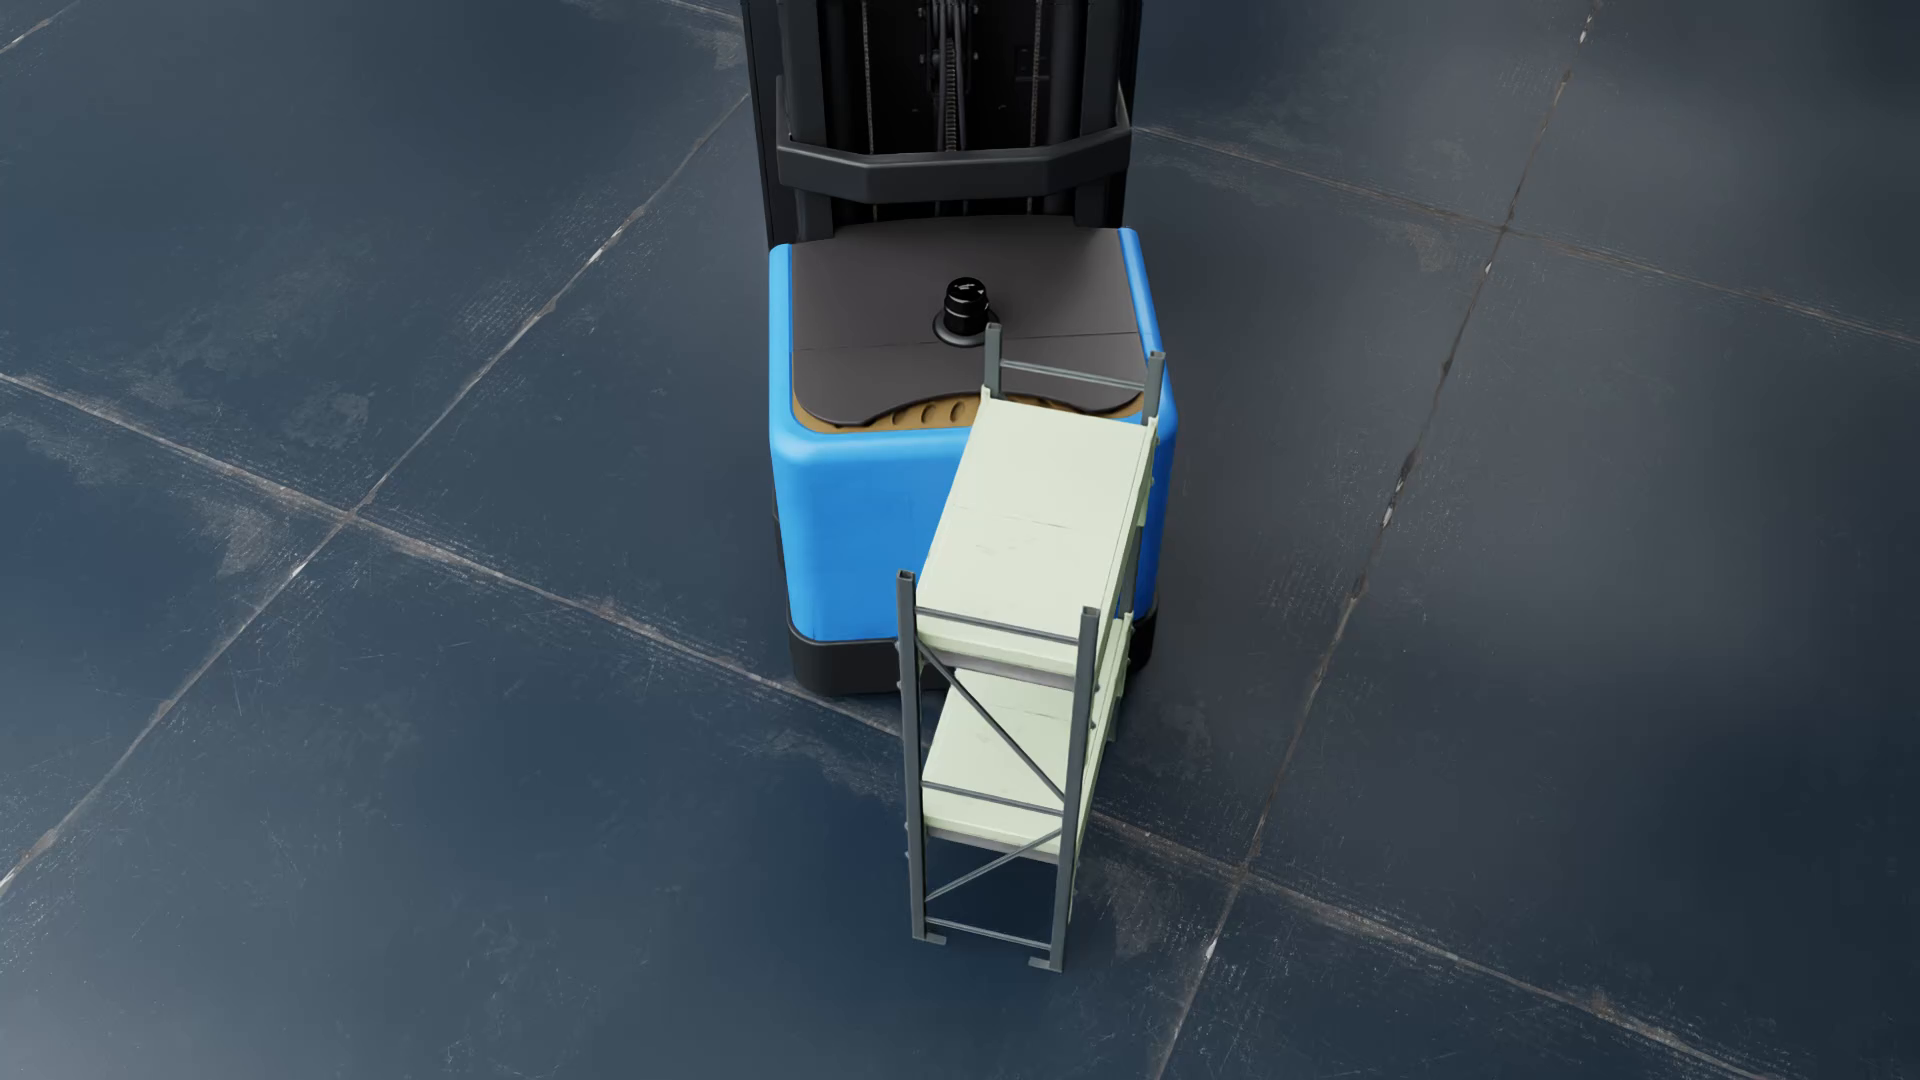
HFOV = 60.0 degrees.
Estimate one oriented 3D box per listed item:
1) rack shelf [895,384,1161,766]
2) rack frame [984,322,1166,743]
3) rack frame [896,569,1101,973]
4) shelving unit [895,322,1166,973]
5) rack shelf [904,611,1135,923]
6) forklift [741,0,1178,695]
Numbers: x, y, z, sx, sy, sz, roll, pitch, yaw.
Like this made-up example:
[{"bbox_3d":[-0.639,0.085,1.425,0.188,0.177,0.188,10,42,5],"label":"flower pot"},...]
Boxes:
[{"bbox_3d":[0.162,0.065,3.698,0.431,0.370,0.720,11,50,9],"label":"rack shelf"},{"bbox_3d":[0.253,0.048,4.225,0.400,1.500,0.023,11,50,9],"label":"rack frame"},{"bbox_3d":[0.072,0.588,3.765,0.400,1.500,0.023,11,50,9],"label":"rack frame"},{"bbox_3d":[0.162,0.318,3.995,0.431,1.500,0.755,11,50,9],"label":"shelving unit"},{"bbox_3d":[0.162,0.529,4.243,0.431,0.370,0.720,11,50,9],"label":"rack shelf"},{"bbox_3d":[-0.066,-1.631,4.714,1.130,2.935,3.031,-3,50,-3],"label":"forklift"}]
